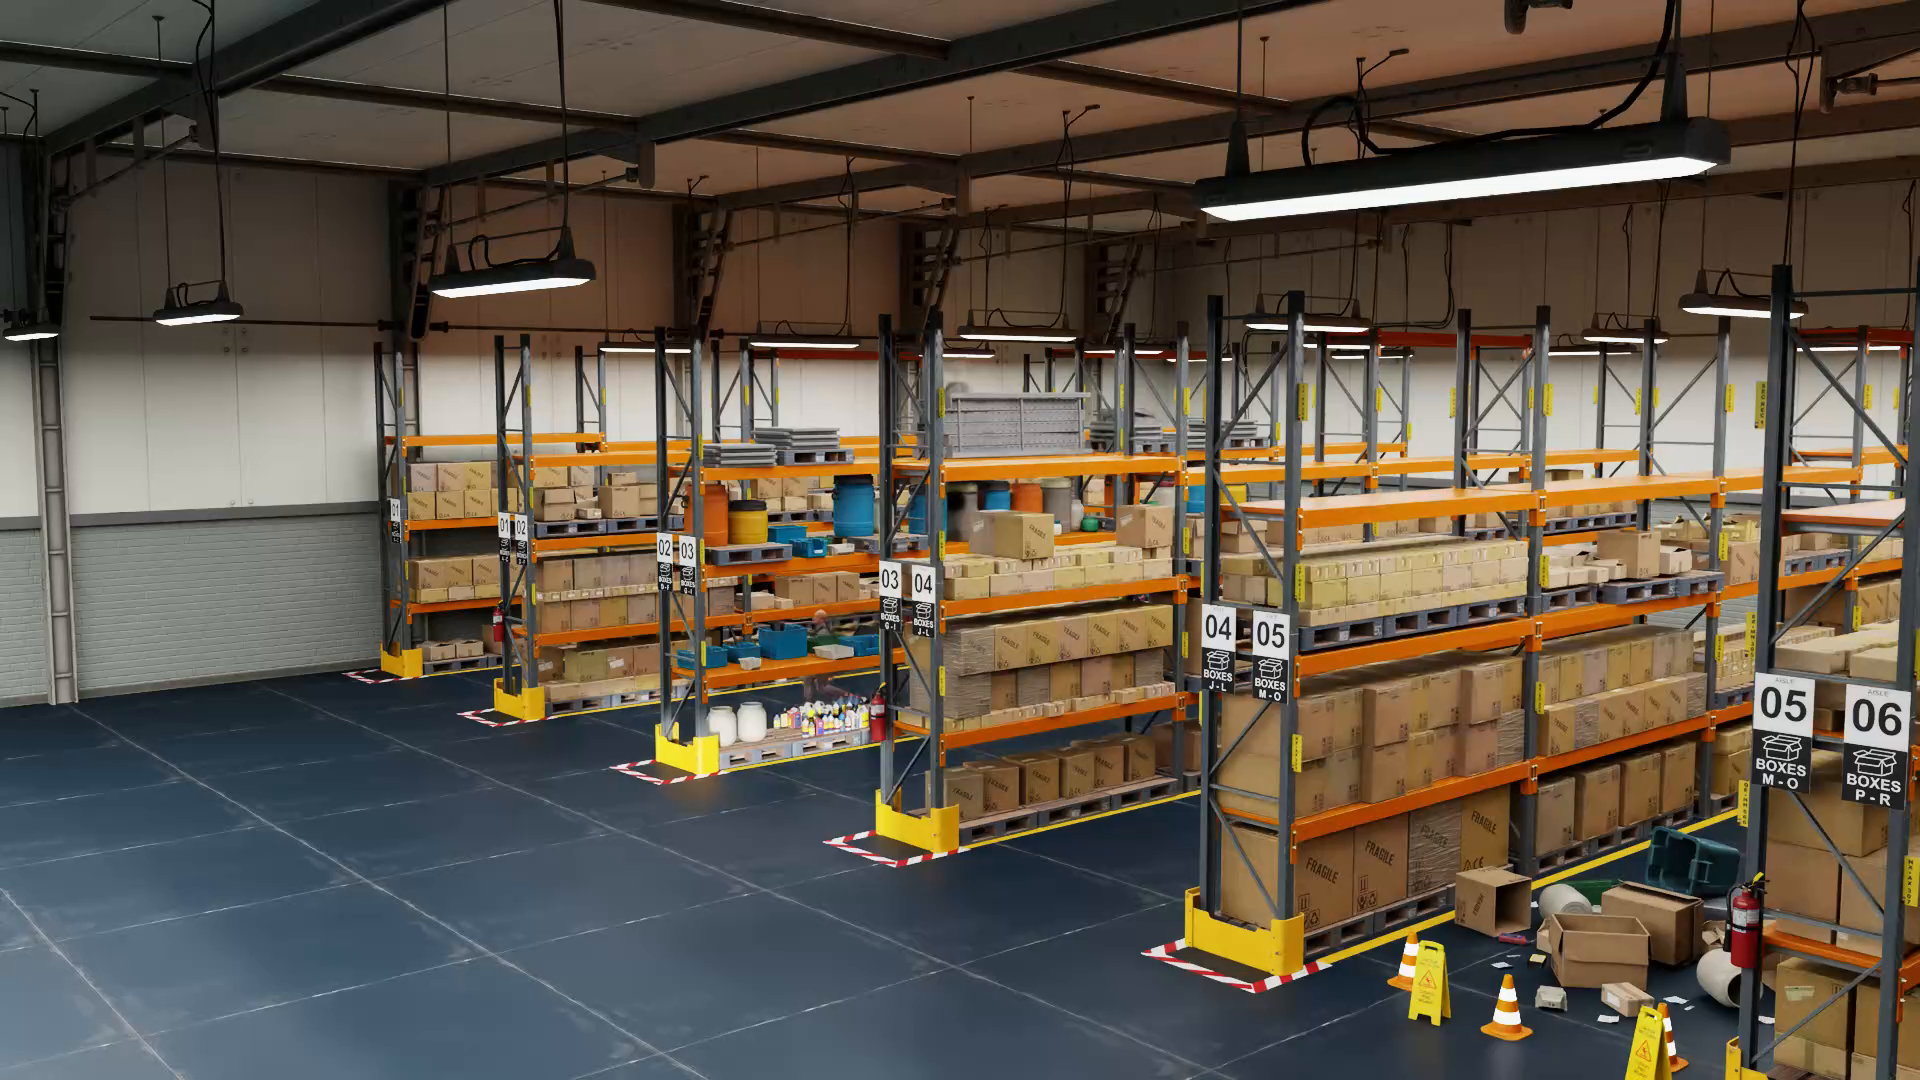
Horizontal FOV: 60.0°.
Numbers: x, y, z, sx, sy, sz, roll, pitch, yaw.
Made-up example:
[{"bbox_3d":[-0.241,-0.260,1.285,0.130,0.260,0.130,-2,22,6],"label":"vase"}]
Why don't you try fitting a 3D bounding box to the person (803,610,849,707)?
[{"bbox_3d":[-2.168,1.927,26.225,0.905,1.675,0.692,-1,5,-10],"label":"person"}]
